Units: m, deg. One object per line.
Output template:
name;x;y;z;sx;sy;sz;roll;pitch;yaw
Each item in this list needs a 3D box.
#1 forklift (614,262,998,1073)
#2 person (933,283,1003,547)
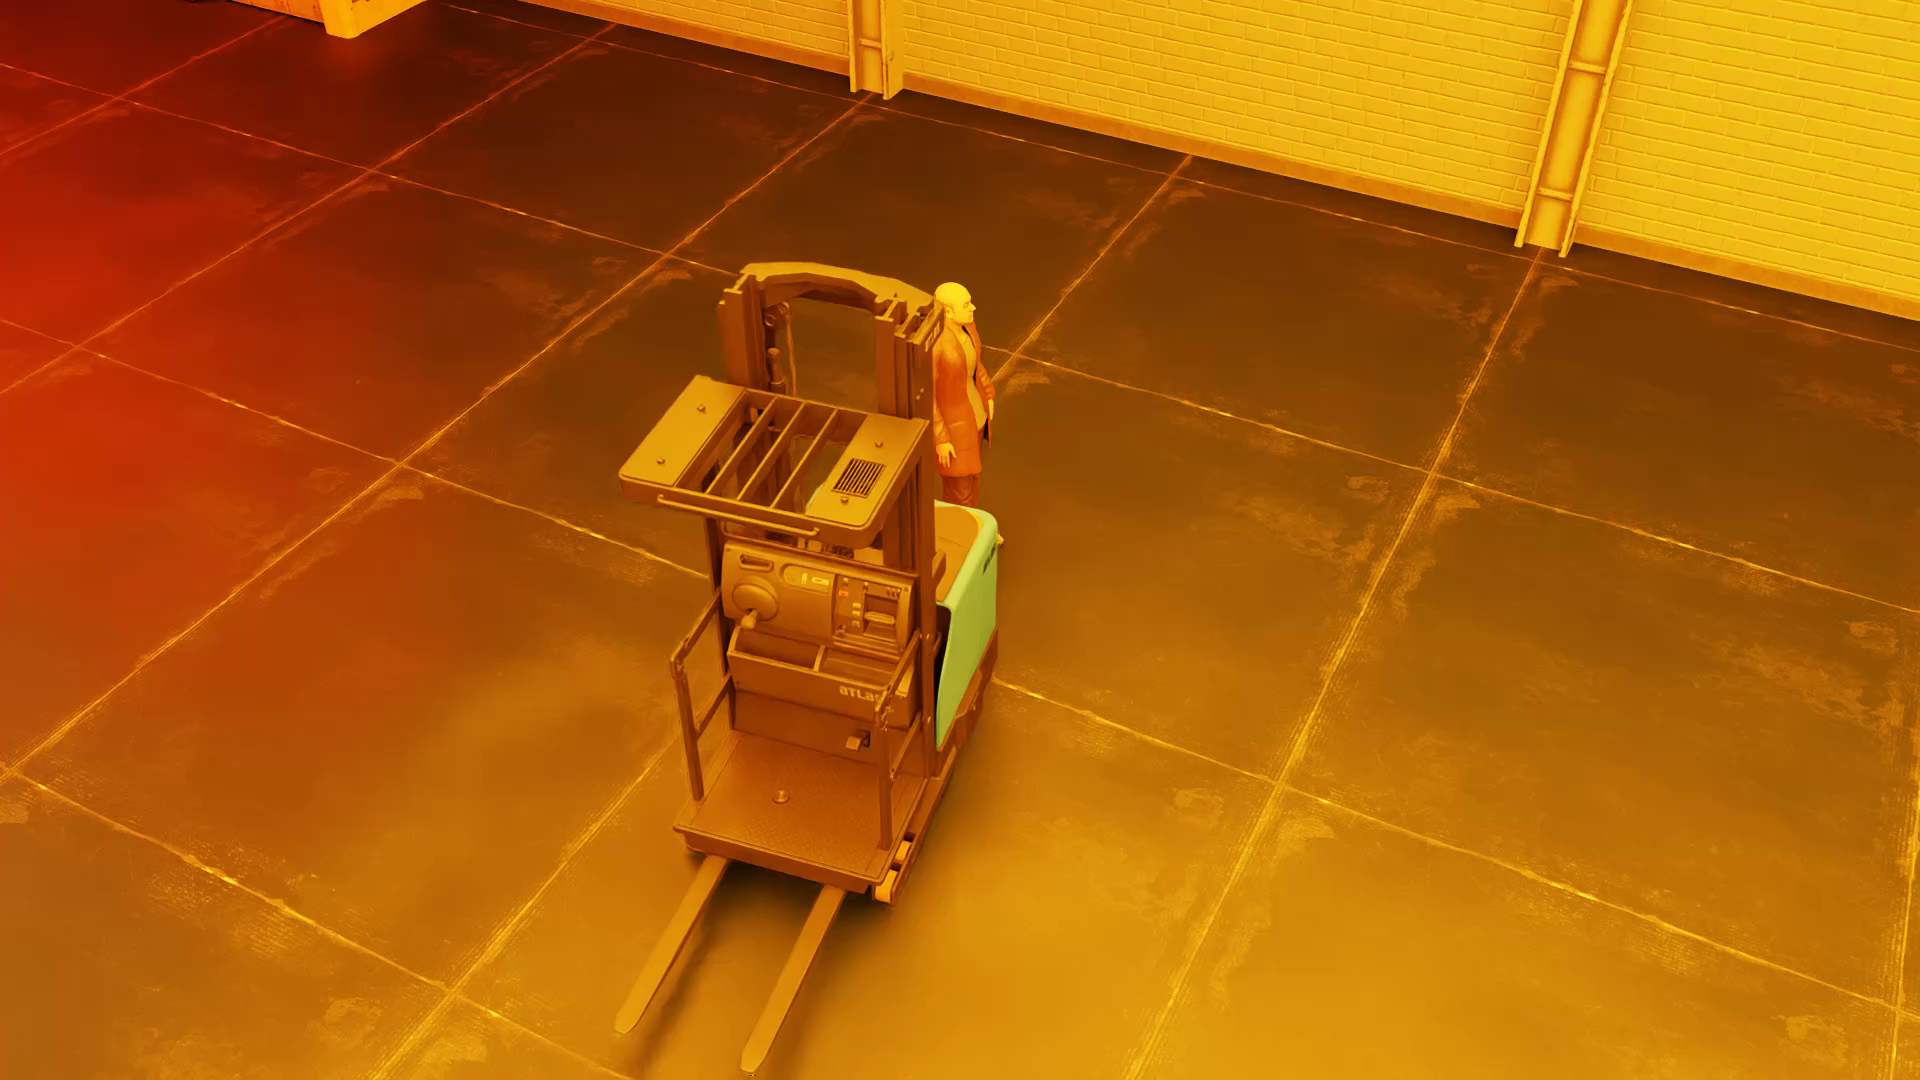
forklift;-0.736;0.359;7.561;1.130;2.935;3.031;12;42;14
person;0.080;-0.656;9.649;0.579;1.778;0.696;18;43;21
